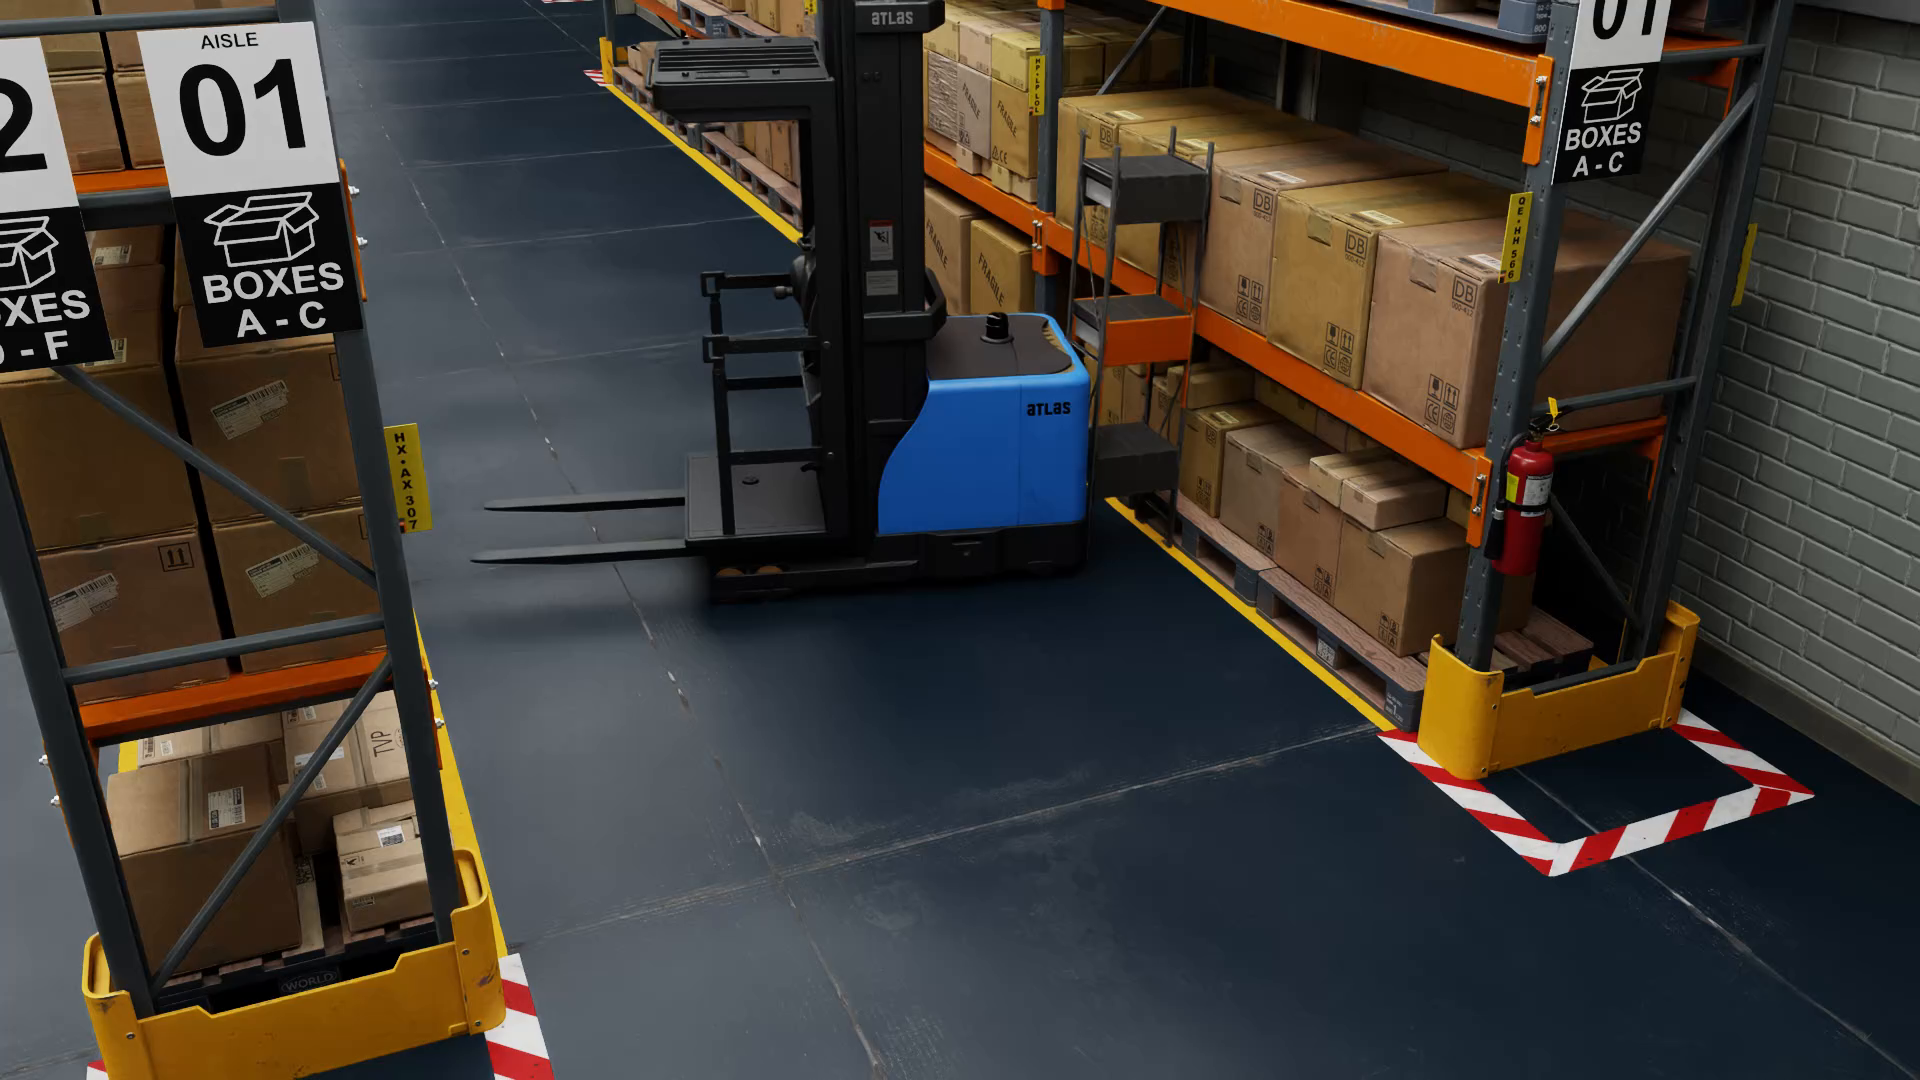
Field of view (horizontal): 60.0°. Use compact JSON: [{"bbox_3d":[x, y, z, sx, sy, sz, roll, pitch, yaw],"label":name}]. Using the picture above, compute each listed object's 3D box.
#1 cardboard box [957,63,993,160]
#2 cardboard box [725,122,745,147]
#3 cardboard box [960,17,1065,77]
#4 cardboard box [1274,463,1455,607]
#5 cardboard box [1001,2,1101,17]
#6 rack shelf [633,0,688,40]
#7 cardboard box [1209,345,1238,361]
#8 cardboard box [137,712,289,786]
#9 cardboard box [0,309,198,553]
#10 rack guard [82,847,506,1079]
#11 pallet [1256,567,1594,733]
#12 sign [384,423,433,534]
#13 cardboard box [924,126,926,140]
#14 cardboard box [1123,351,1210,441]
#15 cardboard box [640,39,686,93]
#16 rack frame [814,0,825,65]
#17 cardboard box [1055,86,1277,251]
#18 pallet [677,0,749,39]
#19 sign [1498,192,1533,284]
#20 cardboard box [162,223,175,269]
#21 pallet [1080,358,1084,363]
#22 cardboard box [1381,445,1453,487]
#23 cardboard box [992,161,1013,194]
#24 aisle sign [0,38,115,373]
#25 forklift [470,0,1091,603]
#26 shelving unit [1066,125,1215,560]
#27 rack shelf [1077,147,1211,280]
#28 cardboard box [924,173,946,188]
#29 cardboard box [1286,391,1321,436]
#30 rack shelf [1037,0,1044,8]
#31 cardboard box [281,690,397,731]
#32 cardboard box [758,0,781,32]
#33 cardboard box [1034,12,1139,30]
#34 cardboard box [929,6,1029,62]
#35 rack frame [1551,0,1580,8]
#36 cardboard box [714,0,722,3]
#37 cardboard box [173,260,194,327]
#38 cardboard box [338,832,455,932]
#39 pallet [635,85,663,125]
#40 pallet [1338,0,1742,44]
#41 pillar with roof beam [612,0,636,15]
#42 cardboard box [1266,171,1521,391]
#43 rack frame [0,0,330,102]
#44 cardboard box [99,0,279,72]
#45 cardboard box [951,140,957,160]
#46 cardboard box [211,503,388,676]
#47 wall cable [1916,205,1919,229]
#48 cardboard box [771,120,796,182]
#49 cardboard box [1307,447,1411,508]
[{"bbox_3d":[0.308,-2.691,10.367,0.500,0.500,0.500,-10,28,-20],"label":"cardboard box"},{"bbox_3d":[-1.900,-4.166,16.211,0.700,0.500,0.500,-10,28,-19],"label":"cardboard box"},{"bbox_3d":[0.320,-3.033,10.213,0.500,0.250,0.500,-10,28,-19],"label":"cardboard box"},{"bbox_3d":[1.934,-0.074,7.854,0.700,0.500,0.500,-11,28,-21],"label":"cardboard box"},{"bbox_3d":[0.577,-3.323,10.806,0.500,0.250,0.500,-12,28,-22],"label":"cardboard box"},{"bbox_3d":[-2.987,-5.870,18.173,1.077,0.370,4.000,-11,28,-21],"label":"rack shelf"},{"bbox_3d":[1.566,-0.968,8.944,0.380,0.149,0.250,-12,28,-22],"label":"cardboard box"},{"bbox_3d":[-2.844,0.783,6.359,0.500,0.250,0.500,-11,28,-21],"label":"cardboard box"},{"bbox_3d":[-2.488,-0.315,4.724,0.500,0.500,0.500,-11,28,-21],"label":"cardboard box"},{"bbox_3d":[-2.090,1.404,5.305,1.175,0.500,0.348,-11,28,-21],"label":"rack guard"},{"bbox_3d":[2.111,0.402,7.685,1.003,0.211,1.213,-11,28,-21],"label":"pallet"},{"bbox_3d":[-1.561,-0.171,4.695,0.100,0.325,0.005,-11,28,-21],"label":"sign"},{"bbox_3d":[-0.110,-2.877,11.487,0.380,0.149,0.250,-10,28,-20],"label":"cardboard box"},{"bbox_3d":[1.322,-0.699,9.133,0.700,0.500,0.500,-11,28,-21],"label":"cardboard box"},{"bbox_3d":[-3.117,-5.245,18.422,0.700,0.500,0.500,-12,29,-24],"label":"cardboard box"},{"bbox_3d":[-0.637,-3.771,13.055,1.000,3.000,0.127,-11,28,-21],"label":"rack frame"},{"bbox_3d":[1.127,-2.069,9.227,0.980,0.700,0.700,-10,28,-20],"label":"cardboard box"},{"bbox_3d":[-2.038,-4.966,15.721,1.003,0.211,1.213,-11,28,-21],"label":"pallet"},{"bbox_3d":[1.991,-1.080,5.954,0.100,0.325,0.005,-11,28,-21],"label":"sign"},{"bbox_3d":[-3.095,-0.935,5.993,0.500,0.500,0.500,-10,28,-19],"label":"cardboard box"},{"bbox_3d":[0.558,-1.202,10.971,1.003,0.211,1.213,-11,28,-21],"label":"pallet"},{"bbox_3d":[2.164,-0.352,7.683,0.380,0.149,0.250,-10,28,-20],"label":"cardboard box"},{"bbox_3d":[0.416,-2.238,10.178,0.380,0.149,0.250,-10,28,-20],"label":"cardboard box"},{"bbox_3d":[-2.316,-0.777,3.959,0.394,0.787,0.004,-11,28,-21],"label":"aisle sign"},{"bbox_3d":[-0.920,-1.258,7.985,3.031,2.935,1.130,-4,26,-8],"label":"forklift"},{"bbox_3d":[0.839,-0.957,8.291,0.503,2.100,0.431,-8,27,-21],"label":"shelving unit"},{"bbox_3d":[0.868,-1.578,7.999,0.480,0.518,0.431,-8,27,-21],"label":"rack shelf"},{"bbox_3d":[-0.132,-2.320,12.053,0.750,0.750,0.750,-11,28,-21],"label":"cardboard box"},{"bbox_3d":[1.865,-0.659,8.312,0.380,0.149,0.250,-10,28,-20],"label":"cardboard box"},{"bbox_3d":[0.146,-3.988,10.901,1.077,0.370,4.000,-11,28,-21],"label":"rack shelf"},{"bbox_3d":[-2.404,0.677,6.577,0.500,0.250,0.500,-11,28,-21],"label":"cardboard box"},{"bbox_3d":[-1.338,-4.701,14.344,0.700,0.500,0.500,-11,28,-21],"label":"cardboard box"},{"bbox_3d":[0.778,-3.121,10.393,0.500,0.250,0.500,-10,28,-20],"label":"cardboard box"},{"bbox_3d":[0.120,-3.239,10.635,0.500,0.250,0.500,-10,28,-20],"label":"cardboard box"},{"bbox_3d":[2.496,-3.237,5.124,1.000,3.000,0.127,-11,28,-21],"label":"rack frame"},{"bbox_3d":[-2.035,-5.417,15.811,0.700,0.500,0.500,-10,28,-20],"label":"cardboard box"},{"bbox_3d":[-2.203,-0.617,5.342,0.500,0.500,0.500,-10,28,-20],"label":"cardboard box"},{"bbox_3d":[-1.908,1.167,5.690,0.380,0.149,0.250,-11,28,-21],"label":"cardboard box"},{"bbox_3d":[-2.980,-4.891,18.527,1.003,0.211,1.213,-11,28,-21],"label":"pallet"},{"bbox_3d":[2.196,-2.147,6.411,1.003,0.211,1.213,-11,28,-21],"label":"pallet"},{"bbox_3d":[-9.011,-11.245,21.525,9.100,9.000,0.400,-11,28,-21],"label":"pillar with roof beam"},{"bbox_3d":[1.992,-1.172,7.390,0.980,0.700,0.700,-11,28,-21],"label":"cardboard box"},{"bbox_3d":[-2.060,-2.385,3.377,1.000,3.000,0.127,-11,28,-21],"label":"rack frame"},{"bbox_3d":[-2.022,-1.446,4.475,0.500,0.250,0.500,-11,28,-21],"label":"cardboard box"},{"bbox_3d":[0.164,-2.557,10.831,0.380,0.149,0.250,-11,28,-21],"label":"cardboard box"},{"bbox_3d":[-1.992,0.042,5.131,0.500,0.500,0.500,-10,28,-20],"label":"cardboard box"},{"bbox_3d":[3.868,-0.643,5.491,0.084,1.984,1.851,-11,28,-21],"label":"wall cable"},{"bbox_3d":[-1.282,-3.551,14.951,0.700,0.500,0.500,-11,28,-21],"label":"cardboard box"},{"bbox_3d":[1.811,-0.287,7.551,0.380,0.149,0.250,-10,28,-19],"label":"cardboard box"}]
